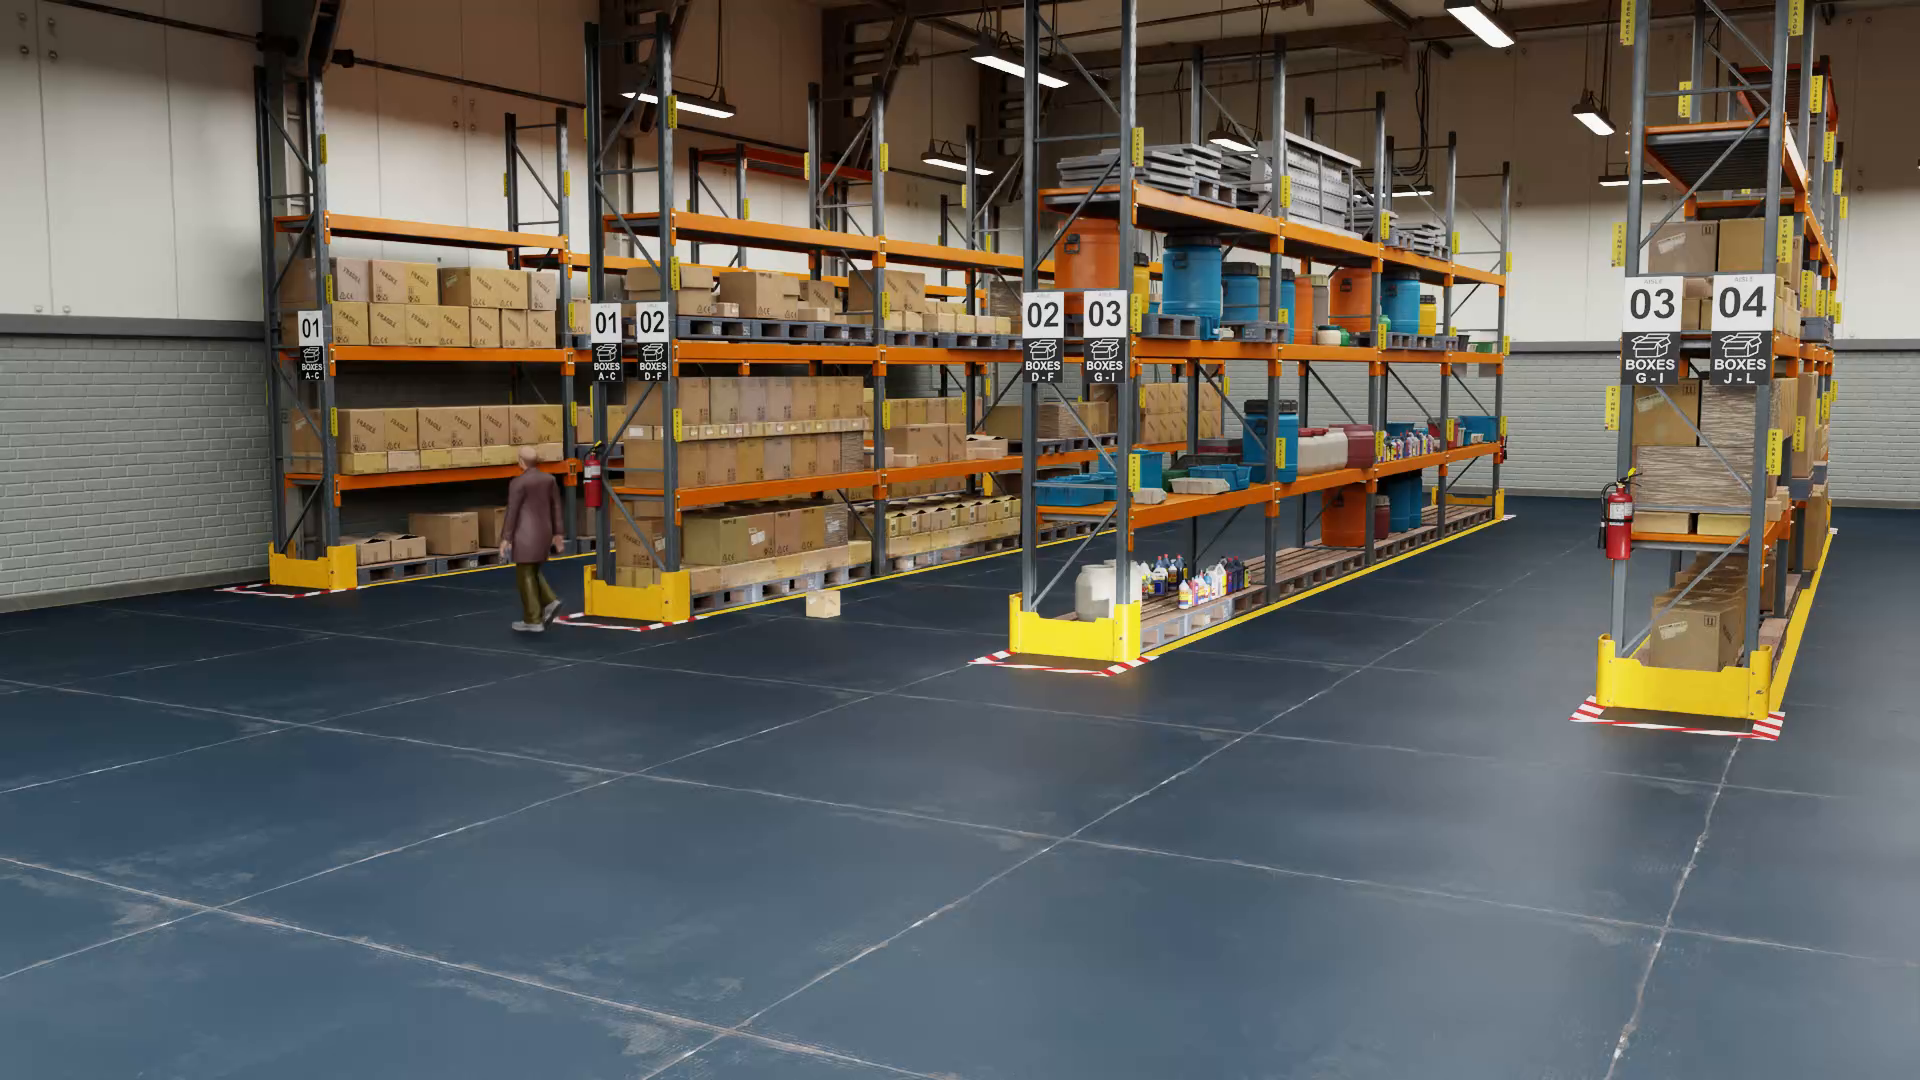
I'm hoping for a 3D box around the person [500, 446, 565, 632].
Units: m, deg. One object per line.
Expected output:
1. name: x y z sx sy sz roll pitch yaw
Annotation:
1. person: -4.099 -0.014 15.969 0.534 1.775 0.657 3 7 30
